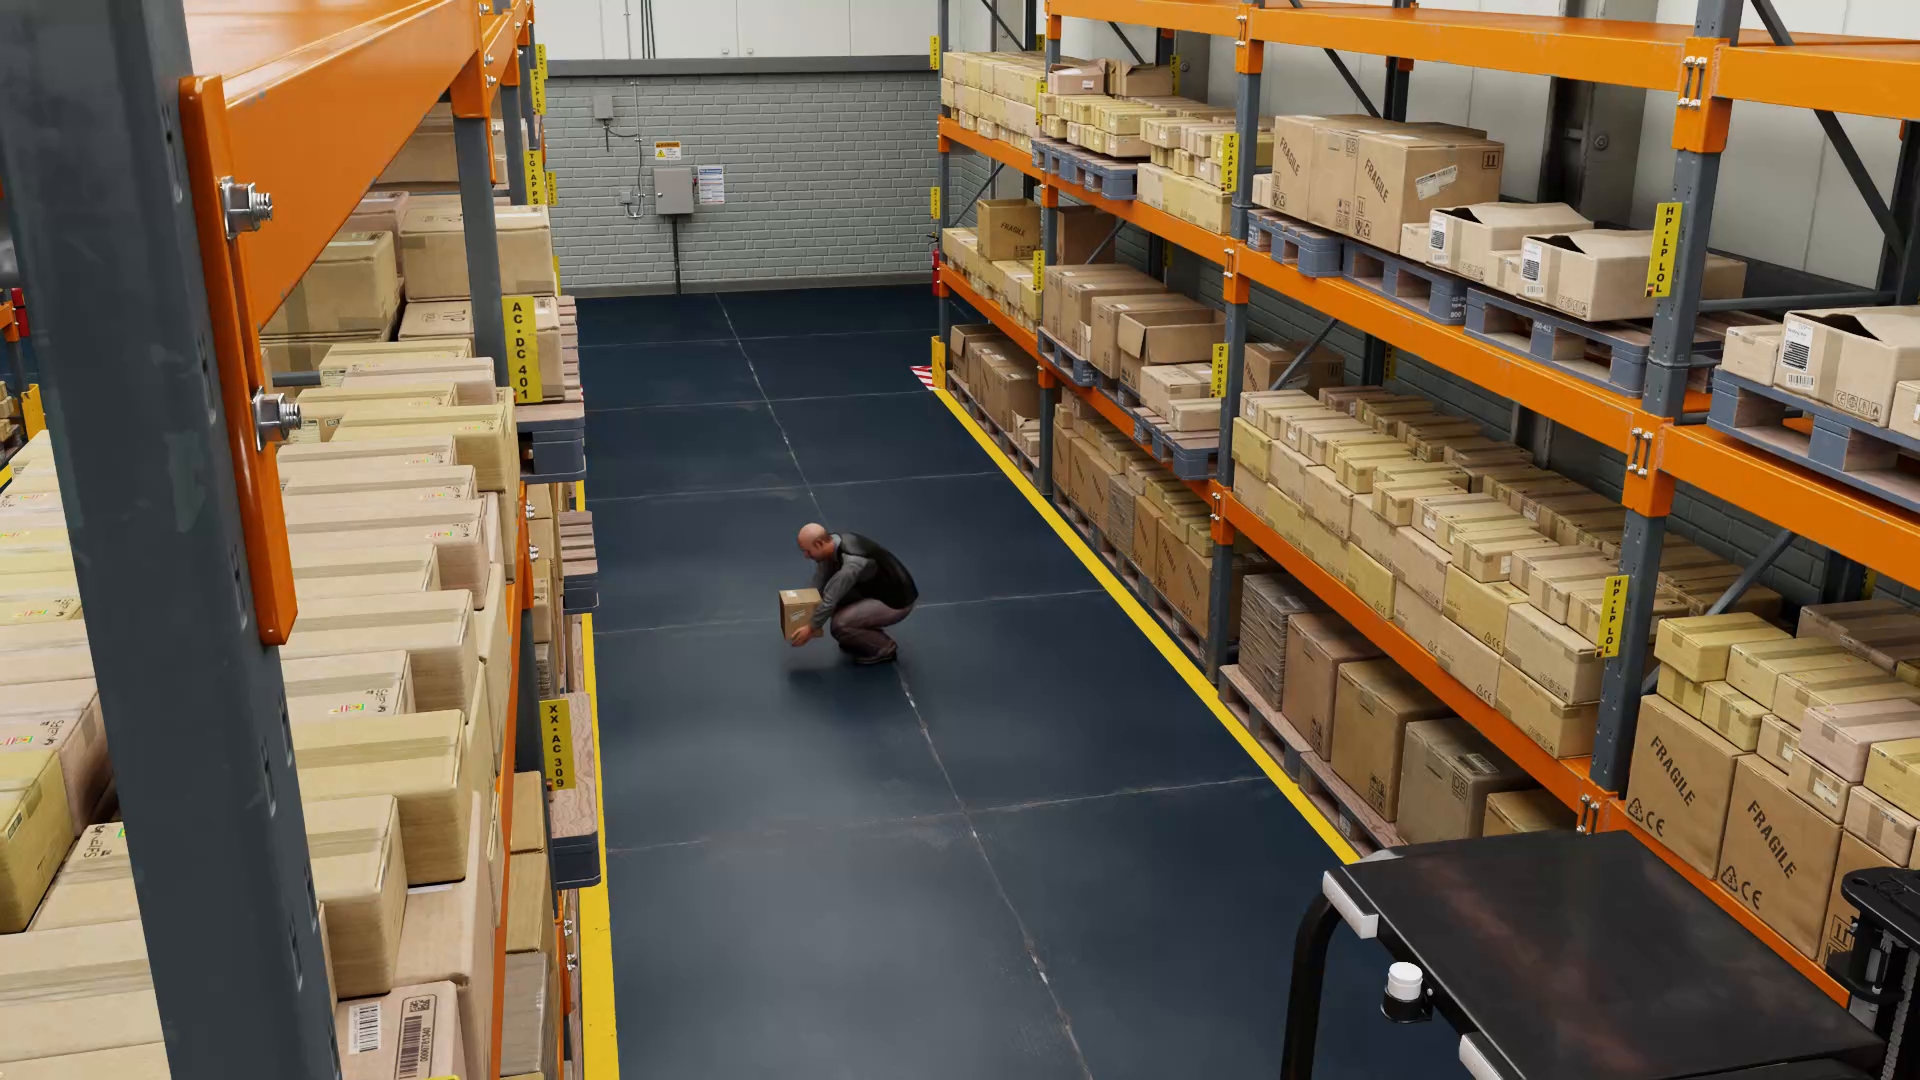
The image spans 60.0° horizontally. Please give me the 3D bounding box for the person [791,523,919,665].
[{"bbox_3d":[-0.716,0.318,10.857,0.837,0.968,0.527,-5,20,-13],"label":"person"}]
